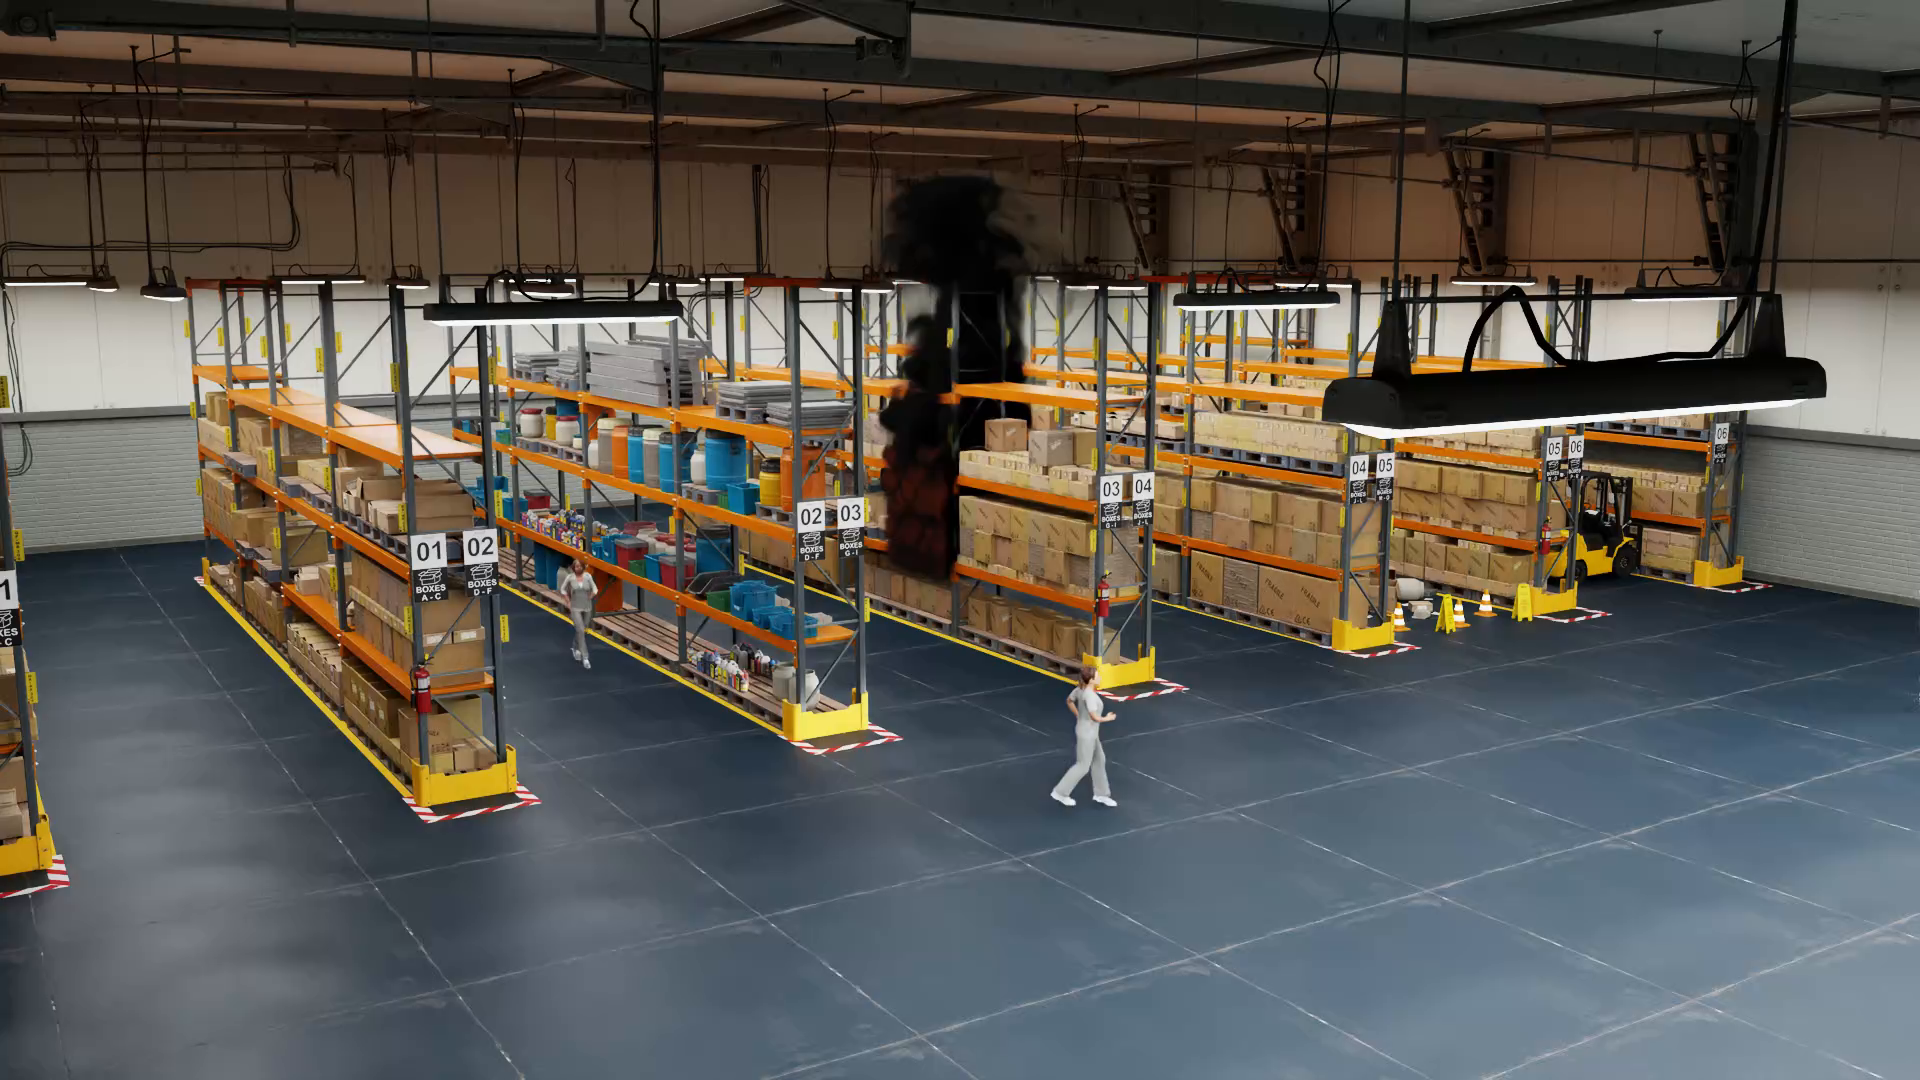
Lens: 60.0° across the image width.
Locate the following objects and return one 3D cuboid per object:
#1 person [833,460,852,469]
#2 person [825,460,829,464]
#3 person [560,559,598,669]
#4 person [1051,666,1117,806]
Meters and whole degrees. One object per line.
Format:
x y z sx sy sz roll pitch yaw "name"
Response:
-2.927 -1.371 41.067 0.694 1.729 0.679 6 11 33 "person"
-3.270 -1.102 39.803 0.649 1.645 0.750 -1 10 -5 "person"
-5.712 1.079 25.078 0.526 1.603 0.760 -5 11 -29 "person"
1.453 2.300 19.315 0.819 1.717 0.584 -1 10 -7 "person"
